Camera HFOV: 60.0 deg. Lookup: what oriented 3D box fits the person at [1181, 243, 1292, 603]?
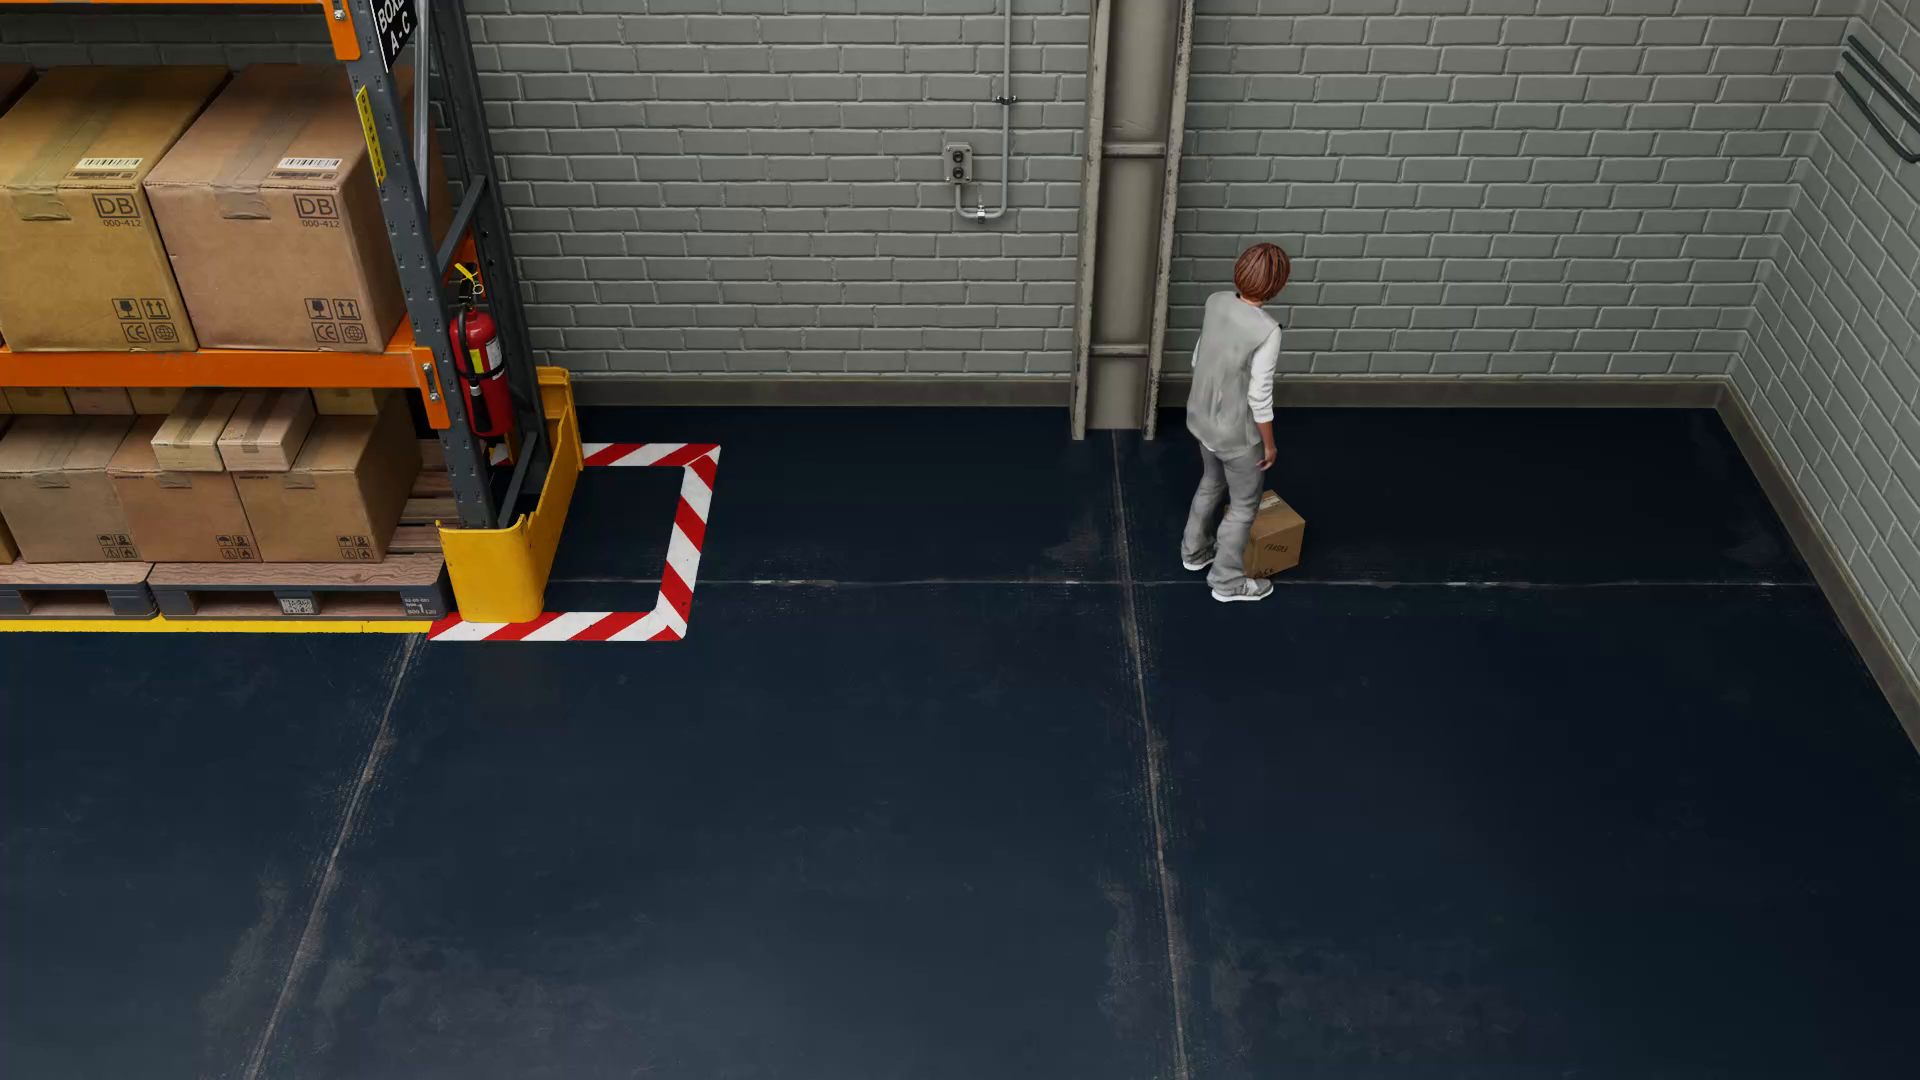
[{"bbox_3d":[1.105,-0.459,6.708,0.340,1.594,0.485,-19,44,-21],"label":"person"}]
